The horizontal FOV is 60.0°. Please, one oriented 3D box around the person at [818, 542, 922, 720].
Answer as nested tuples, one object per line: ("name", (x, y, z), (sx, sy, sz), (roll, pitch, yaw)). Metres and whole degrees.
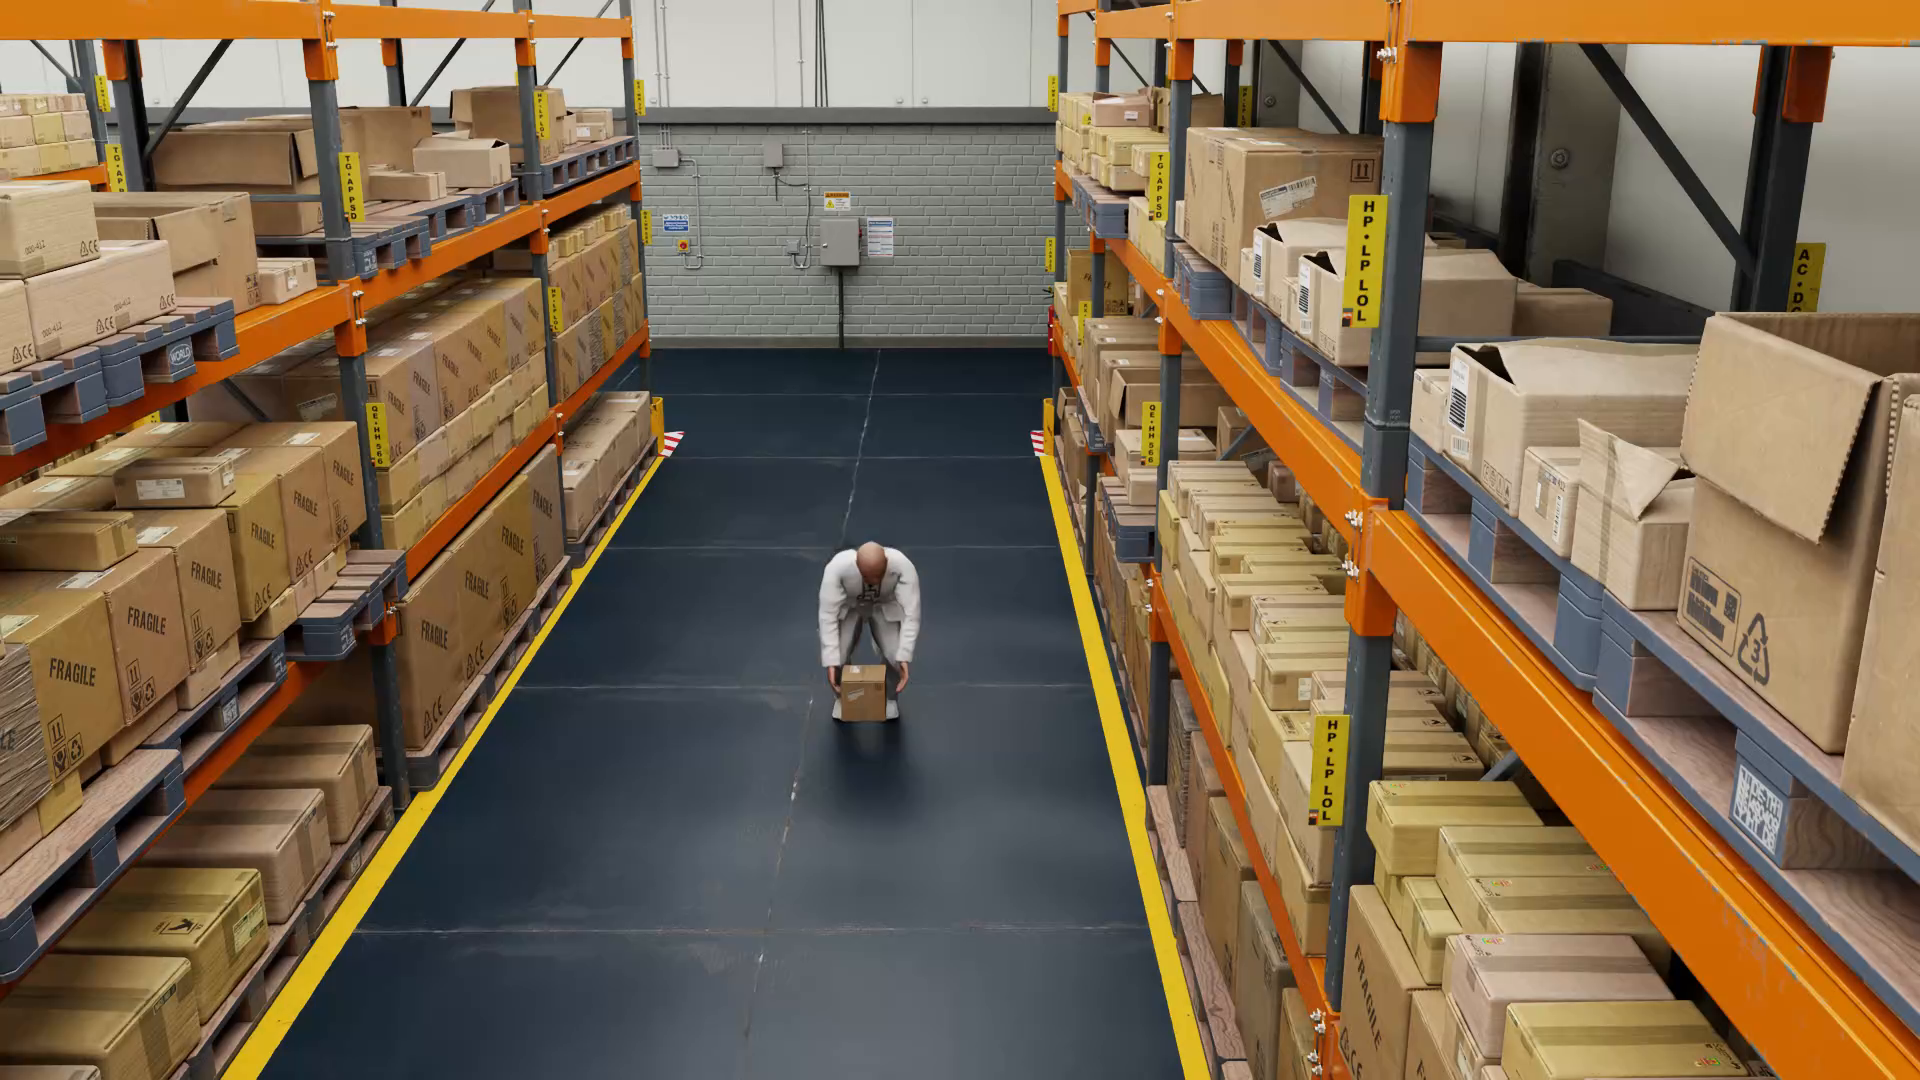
("person", (-0.541, 0.498, 9.933), (0.627, 1.195, 0.822), (0, 17, -1))
